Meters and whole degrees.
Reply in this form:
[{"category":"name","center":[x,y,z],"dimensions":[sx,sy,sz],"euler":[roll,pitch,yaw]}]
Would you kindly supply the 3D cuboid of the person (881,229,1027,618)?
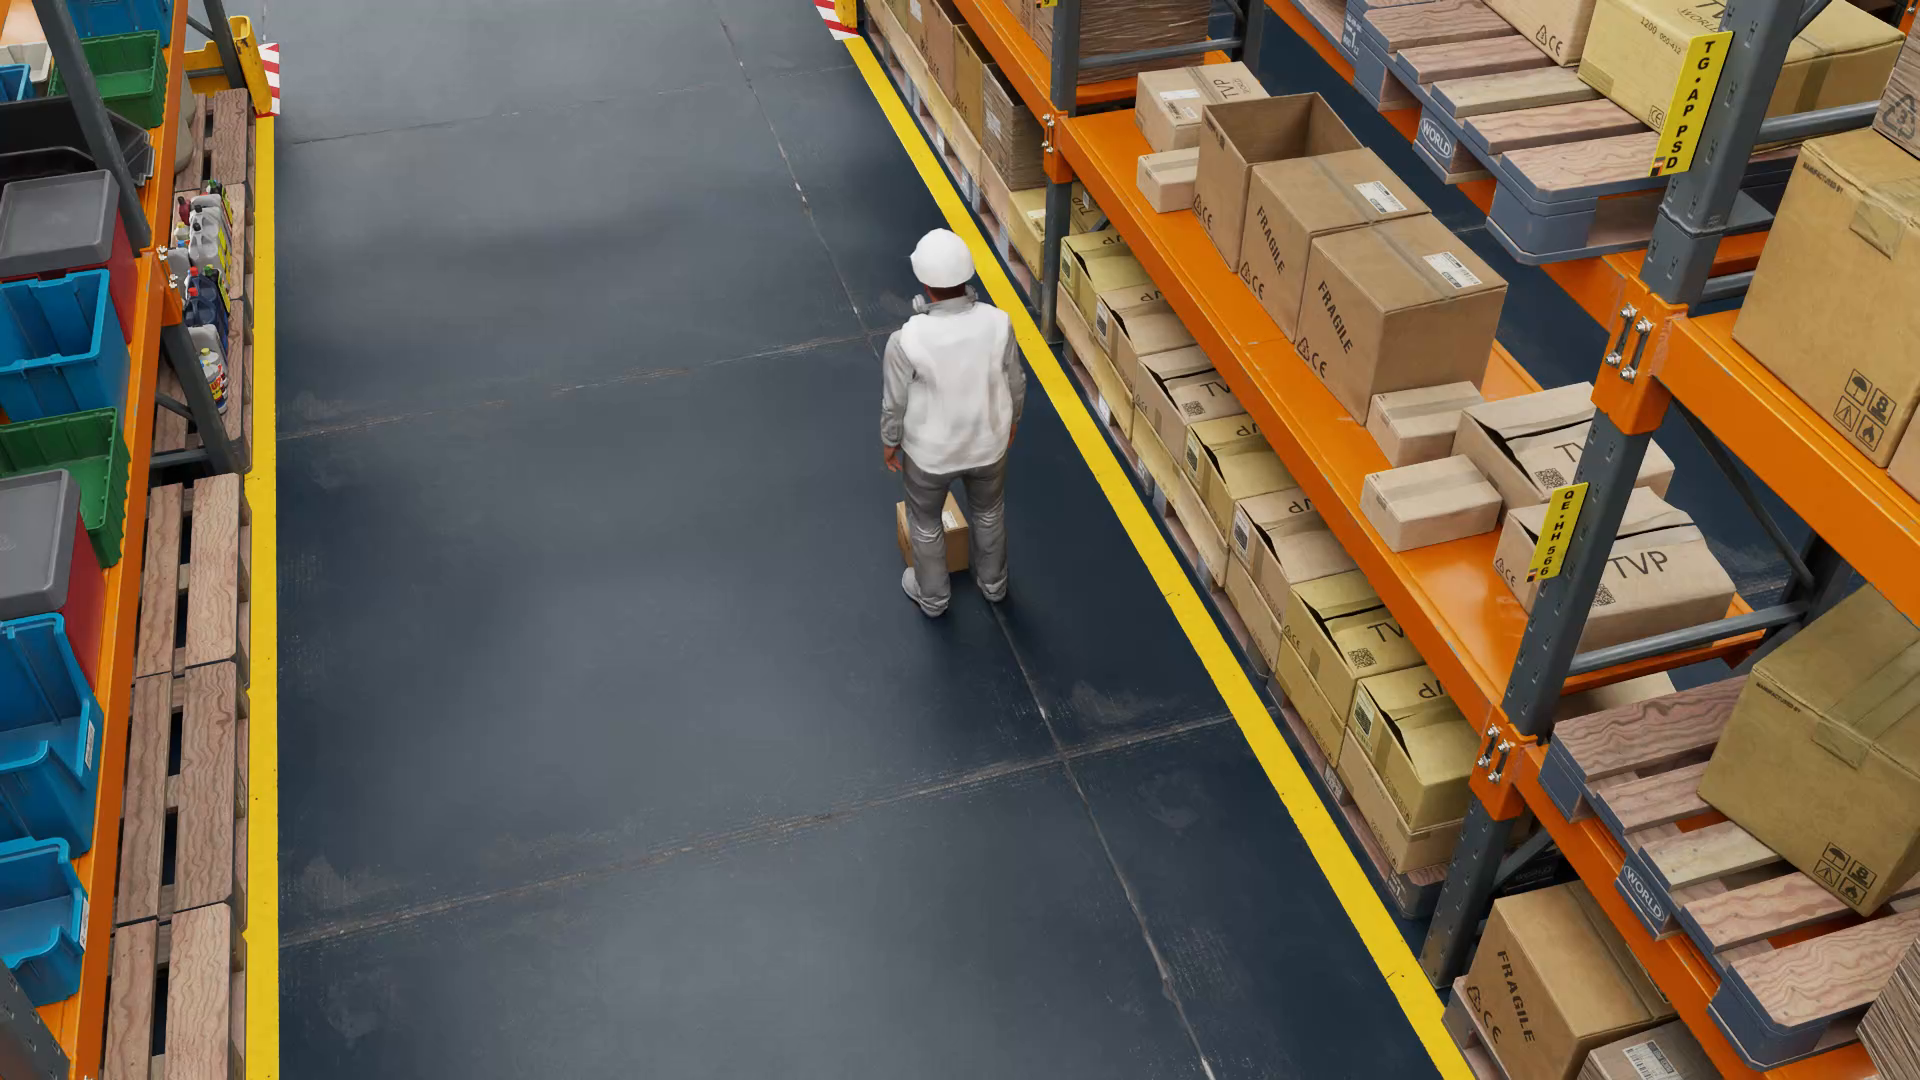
[{"category":"person","center":[-0.028,-0.420,6.607],"dimensions":[0.581,1.772,0.460],"euler":[-12,43,-13]}]
